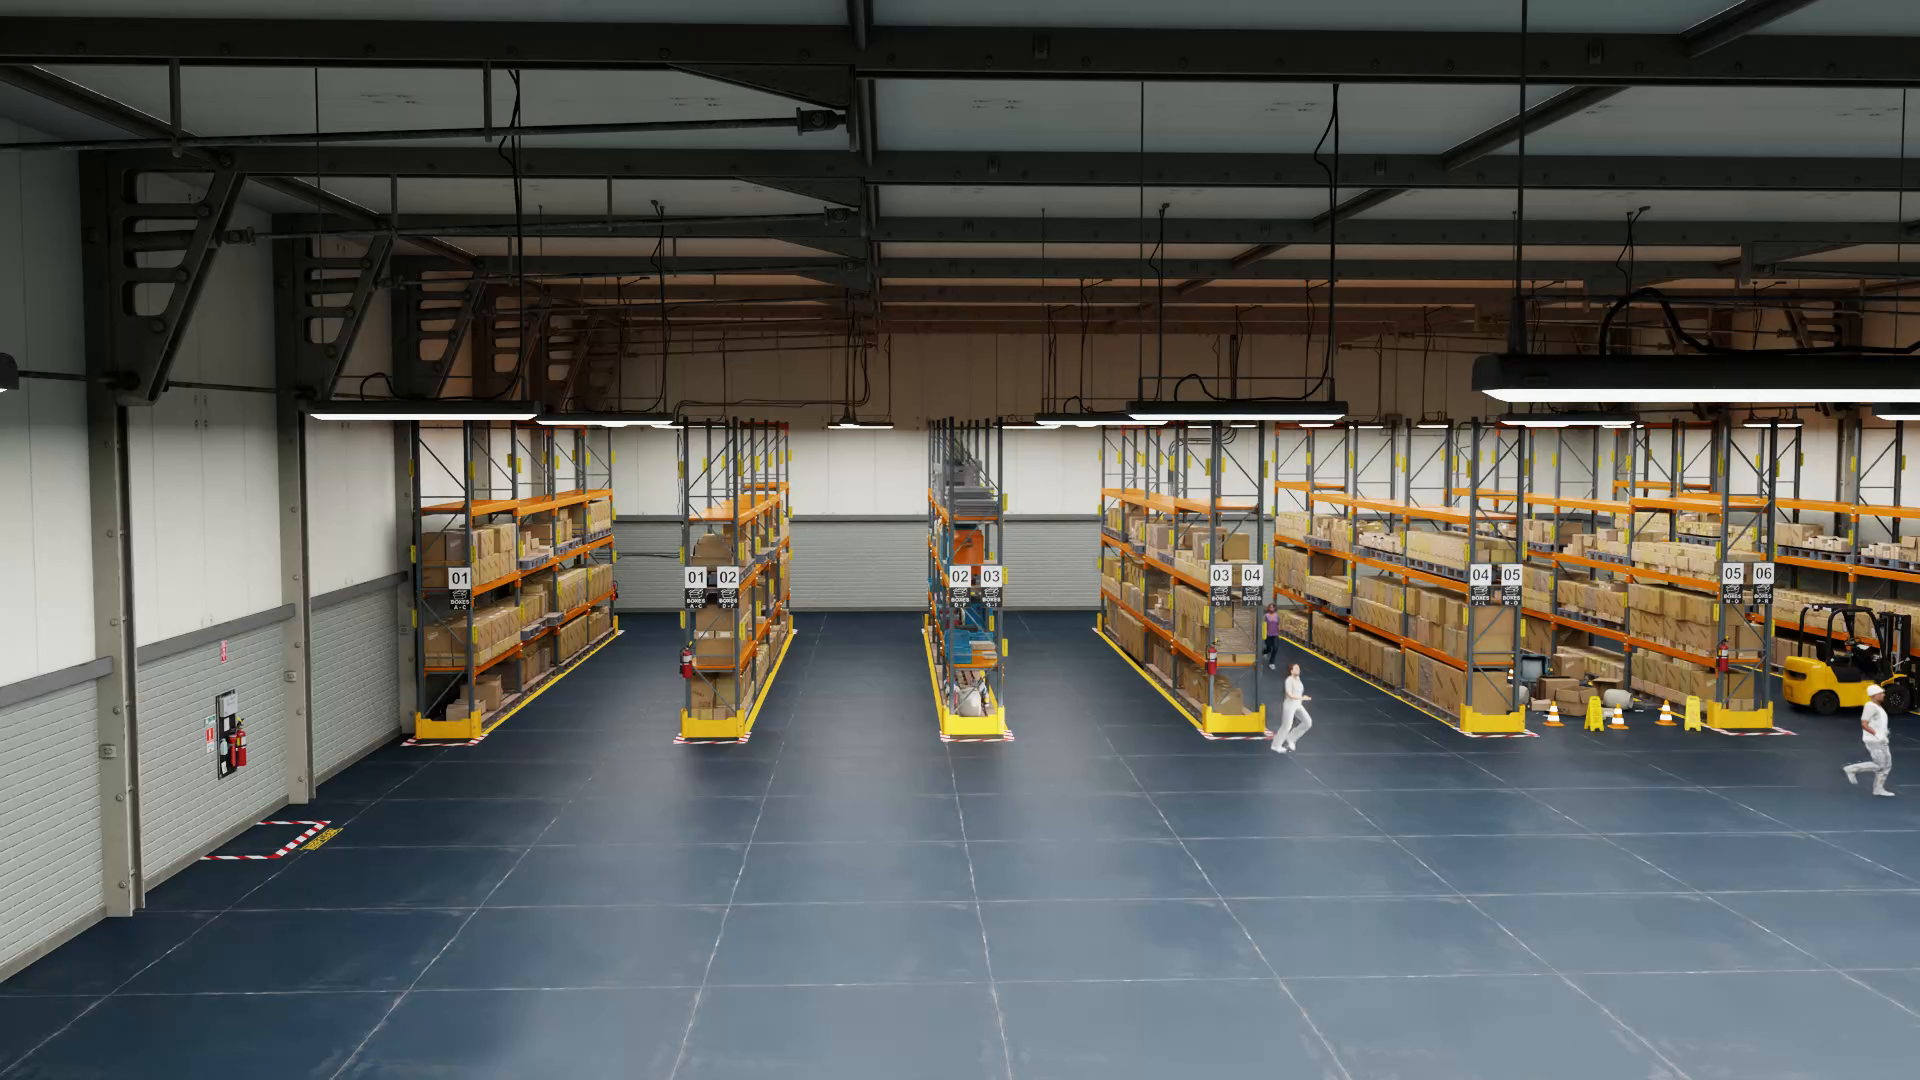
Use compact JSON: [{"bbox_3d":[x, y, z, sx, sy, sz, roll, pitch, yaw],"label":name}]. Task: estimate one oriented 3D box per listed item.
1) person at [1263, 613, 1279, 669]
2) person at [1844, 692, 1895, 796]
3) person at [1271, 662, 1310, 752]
[{"bbox_3d":[7.553,2.433,40.380,0.345,1.351,0.691,0,4,-6],"label":"person"},{"bbox_3d":[14.364,3.167,26.212,0.711,1.712,0.683,3,5,37],"label":"person"},{"bbox_3d":[5.923,2.966,29.513,0.787,1.620,0.583,4,5,44],"label":"person"}]
